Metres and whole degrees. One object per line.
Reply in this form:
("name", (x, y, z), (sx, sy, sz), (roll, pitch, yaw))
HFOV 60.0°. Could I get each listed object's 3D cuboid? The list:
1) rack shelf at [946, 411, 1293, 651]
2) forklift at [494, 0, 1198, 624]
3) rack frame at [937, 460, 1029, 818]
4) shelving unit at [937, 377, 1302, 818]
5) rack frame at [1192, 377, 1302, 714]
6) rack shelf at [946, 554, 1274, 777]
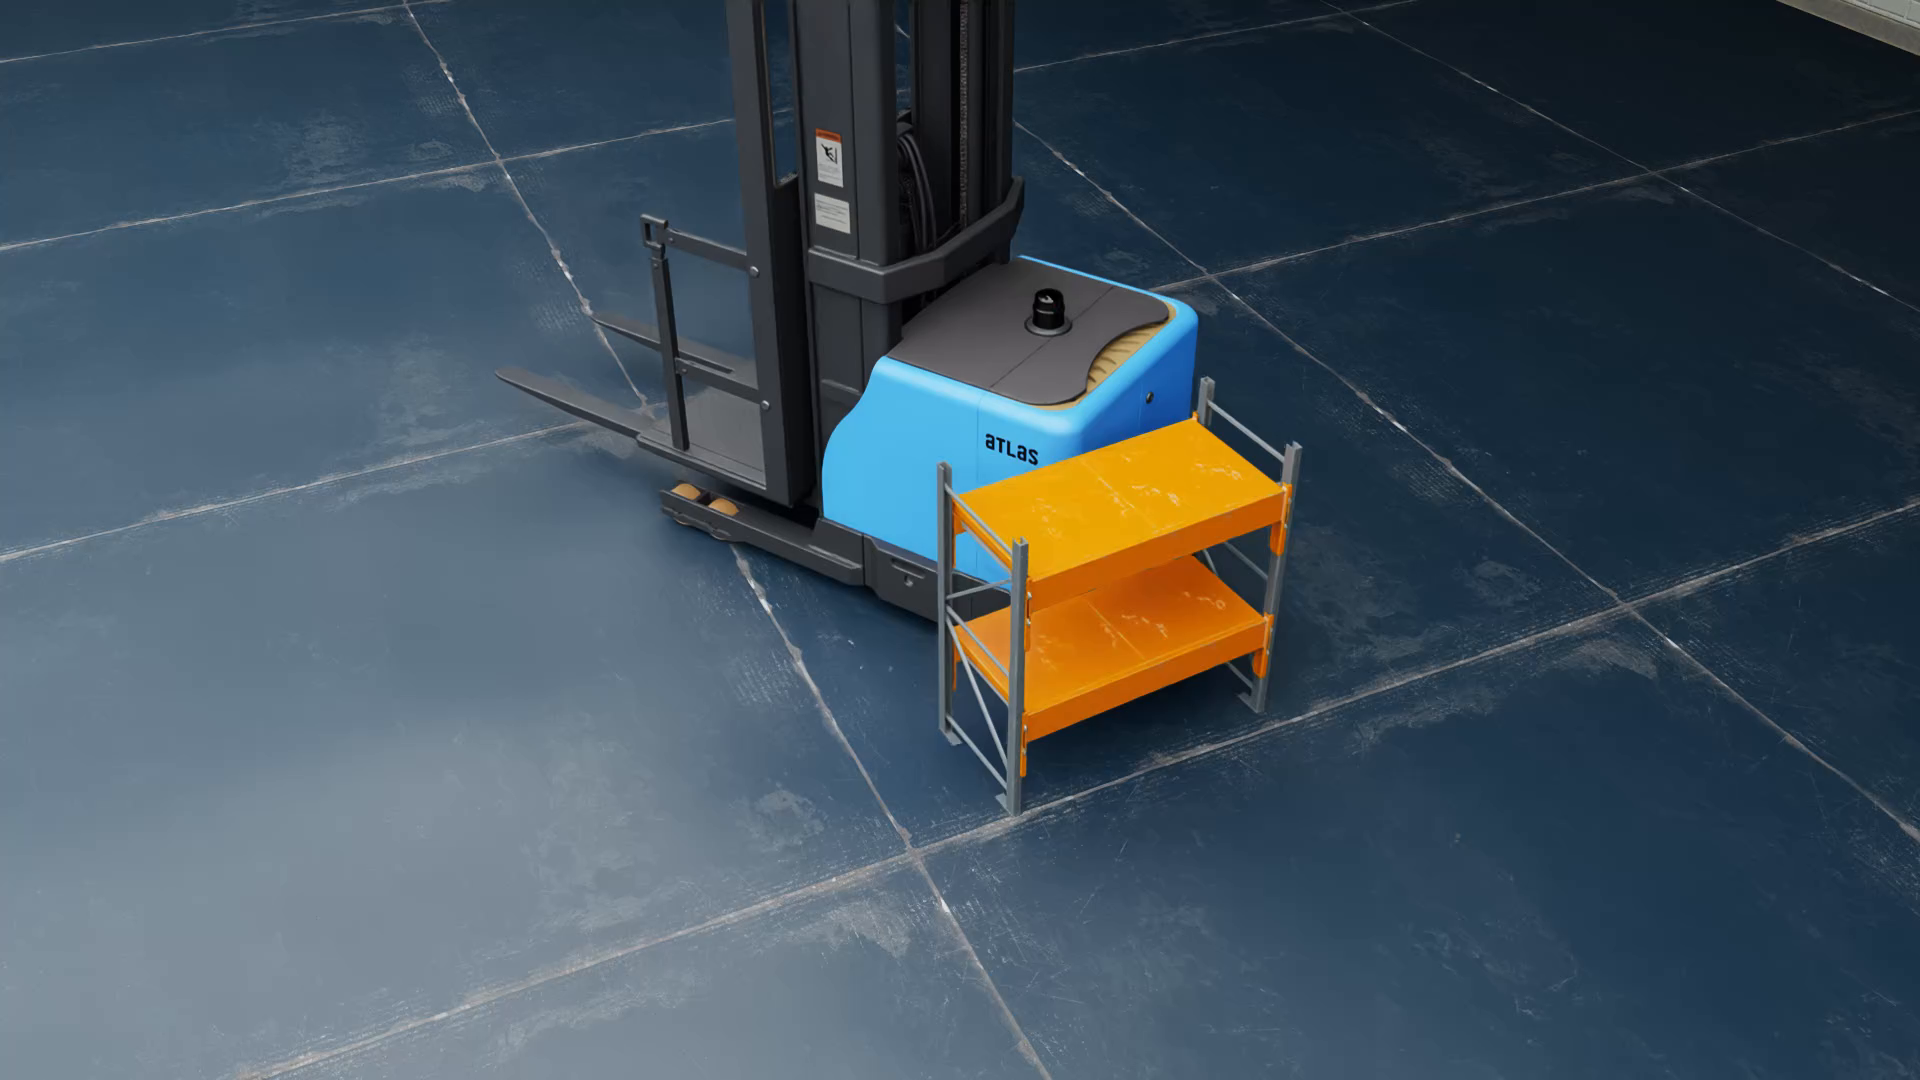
("rack shelf", (0.505, -0.050, 5.382), (1.000, 0.278, 0.538), (-19, 41, -24))
("forklift", (-0.621, -1.418, 6.202), (3.031, 2.935, 1.130), (21, 42, 26))
("rack frame", (0.064, 0.336, 5.353), (0.032, 1.125, 0.500), (-19, 41, -24))
("shelving unit", (0.505, 0.185, 5.556), (1.048, 1.125, 0.538), (-19, 41, -24))
("rack frame", (0.946, 0.034, 5.760), (0.032, 1.125, 0.500), (-19, 41, -24))
("rack shelf", (0.505, 0.381, 5.702), (1.000, 0.278, 0.538), (-19, 41, -24))
